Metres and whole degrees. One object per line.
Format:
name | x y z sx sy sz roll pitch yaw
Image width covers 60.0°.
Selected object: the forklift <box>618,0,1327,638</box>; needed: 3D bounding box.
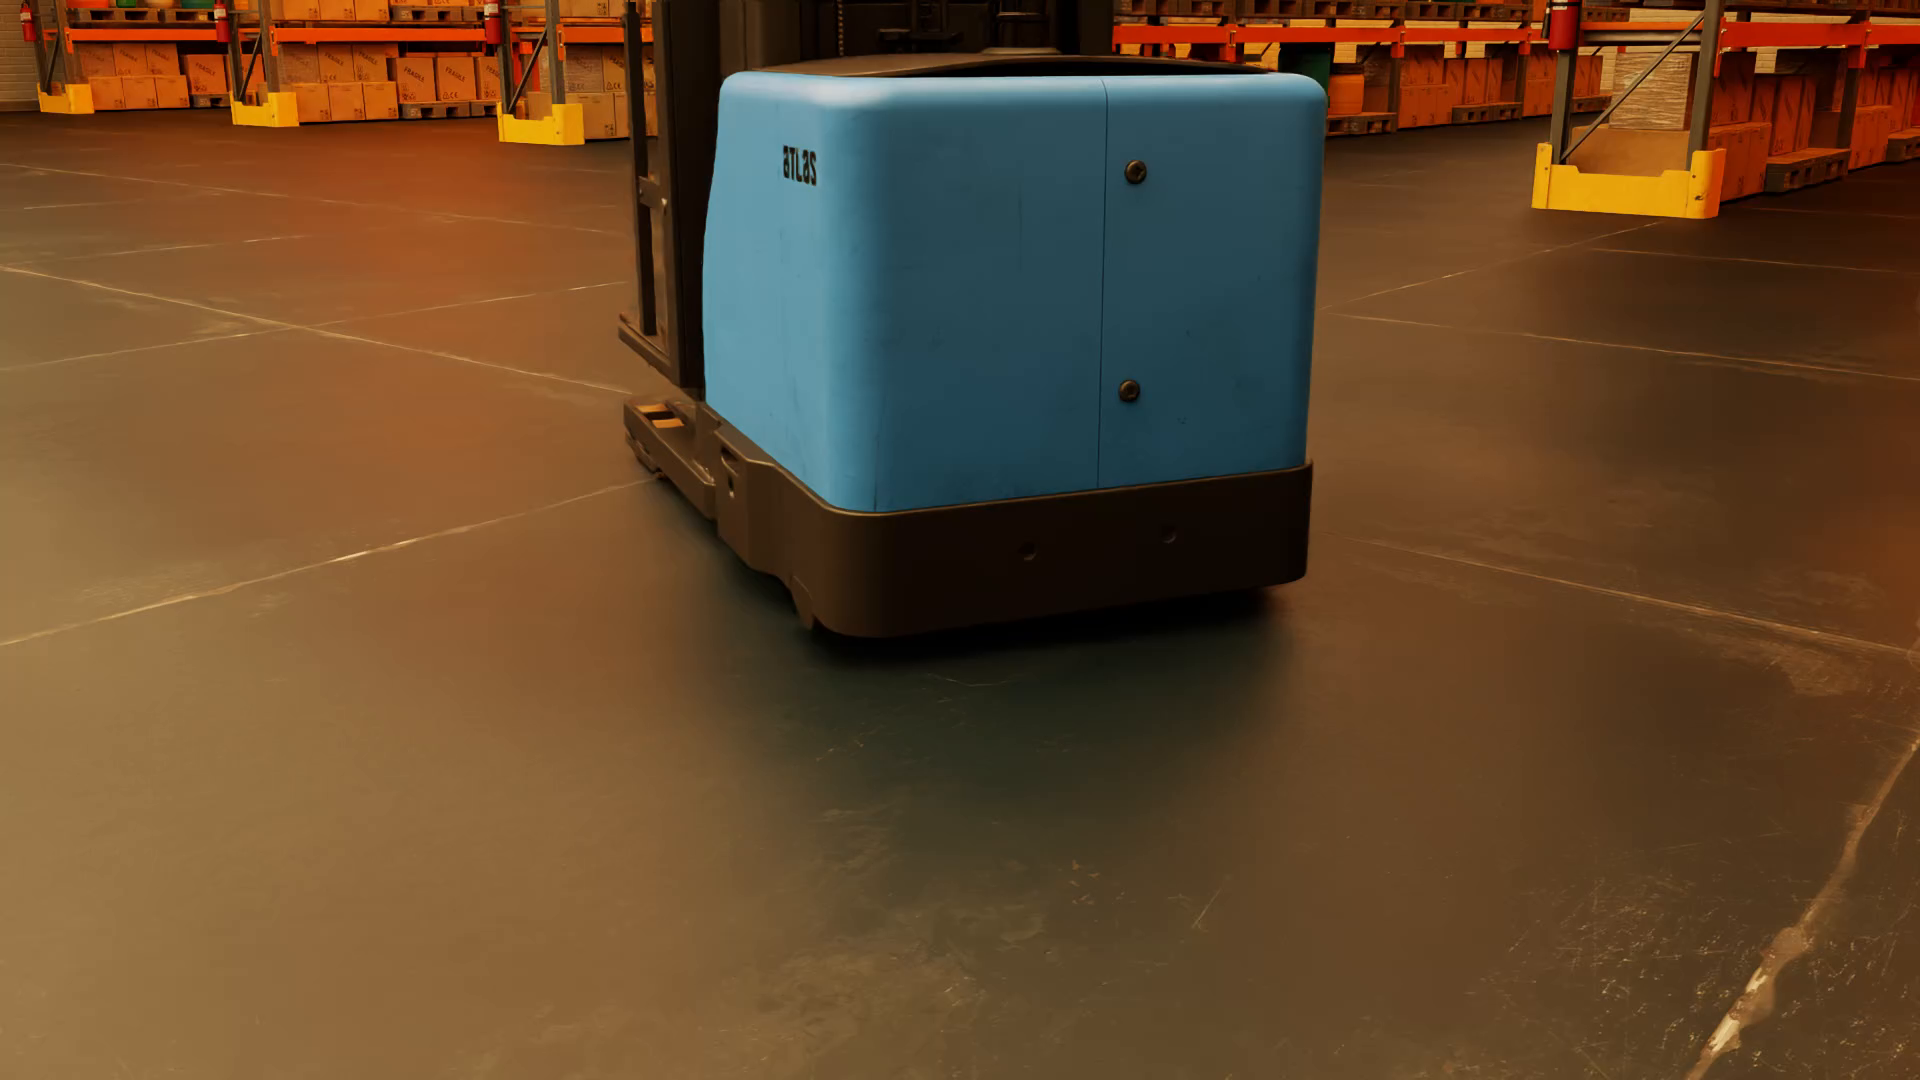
forklift | -0.297 -1.606 4.185 1.130 2.935 3.031 -7 18 -21
